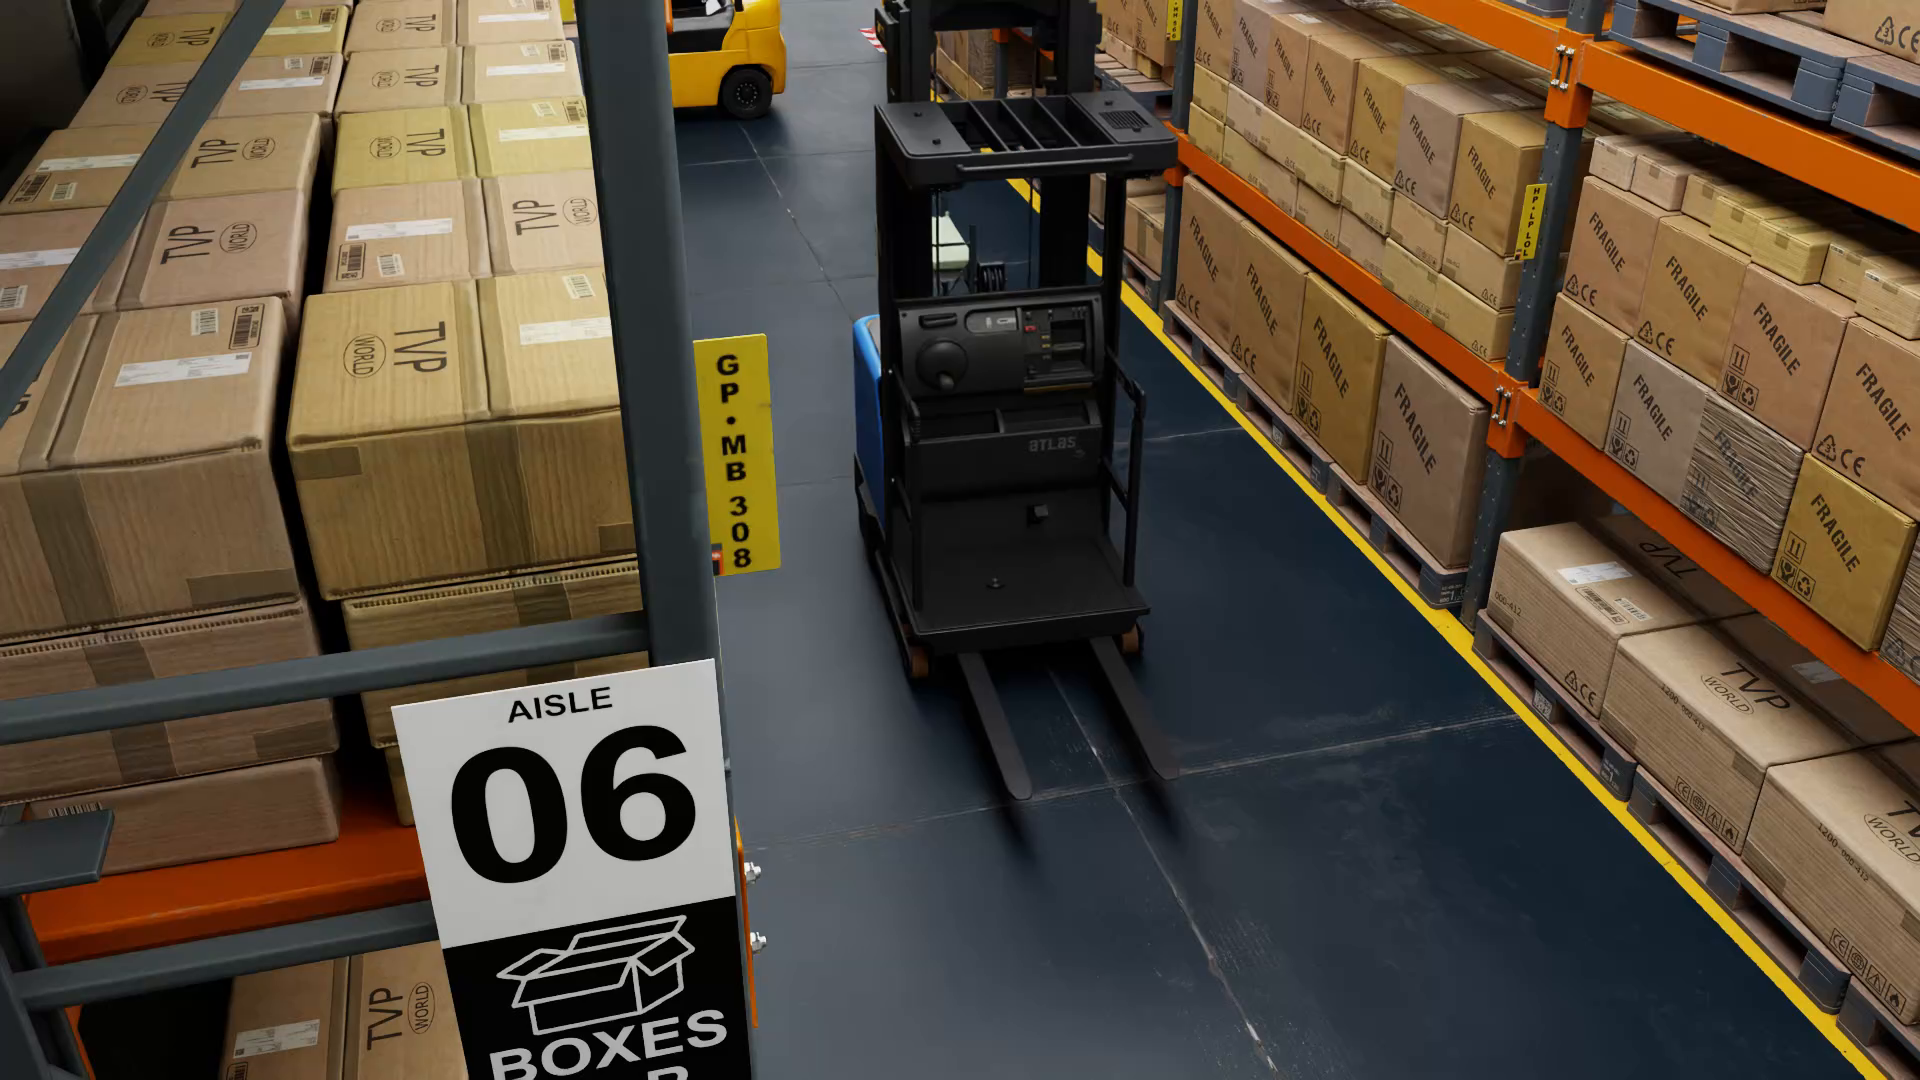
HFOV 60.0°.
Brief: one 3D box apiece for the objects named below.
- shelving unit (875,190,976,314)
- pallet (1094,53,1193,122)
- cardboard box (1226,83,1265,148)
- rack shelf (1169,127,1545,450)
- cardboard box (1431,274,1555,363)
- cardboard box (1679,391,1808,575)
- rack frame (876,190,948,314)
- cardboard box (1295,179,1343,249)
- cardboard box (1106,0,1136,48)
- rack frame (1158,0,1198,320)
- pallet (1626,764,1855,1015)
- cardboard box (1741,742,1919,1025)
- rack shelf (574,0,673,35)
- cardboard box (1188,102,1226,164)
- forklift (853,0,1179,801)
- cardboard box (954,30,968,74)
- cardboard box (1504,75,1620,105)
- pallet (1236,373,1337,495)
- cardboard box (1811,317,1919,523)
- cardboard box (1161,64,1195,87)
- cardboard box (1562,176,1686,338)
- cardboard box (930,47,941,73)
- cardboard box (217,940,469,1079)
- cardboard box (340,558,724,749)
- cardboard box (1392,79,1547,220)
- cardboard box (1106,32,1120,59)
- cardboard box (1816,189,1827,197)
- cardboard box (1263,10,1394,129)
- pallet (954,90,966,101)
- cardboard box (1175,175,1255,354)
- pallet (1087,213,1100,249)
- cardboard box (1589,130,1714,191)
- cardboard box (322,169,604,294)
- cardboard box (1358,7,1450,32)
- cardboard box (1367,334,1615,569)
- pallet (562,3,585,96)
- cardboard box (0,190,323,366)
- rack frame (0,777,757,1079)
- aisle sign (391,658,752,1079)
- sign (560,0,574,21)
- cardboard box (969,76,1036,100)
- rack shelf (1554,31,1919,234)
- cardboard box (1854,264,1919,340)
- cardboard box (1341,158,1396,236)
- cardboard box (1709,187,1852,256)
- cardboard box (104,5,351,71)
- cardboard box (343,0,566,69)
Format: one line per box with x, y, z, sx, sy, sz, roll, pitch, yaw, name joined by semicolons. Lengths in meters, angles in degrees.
-0.191;-1.145;9.230;0.431;1.500;0.755;-6;31;-10;shelving unit
1.566;-3.123;11.343;1.213;0.211;1.003;-8;31;-13;pallet
1.891;-2.500;9.726;0.500;0.250;0.500;-7;31;-12;cardboard box
2.389;-1.599;9.236;1.077;0.370;4.000;-8;31;-13;rack shelf
2.558;-1.062;7.741;0.500;0.250;0.500;-9;31;-14;cardboard box
3.047;-0.241;6.073;0.500;0.500;0.500;-8;31;-13;cardboard box
-0.266;-1.324;9.540;0.400;1.500;0.023;-6;31;-10;rack frame
2.167;-1.804;9.021;0.500;0.250;0.500;-8;31;-13;cardboard box
1.322;-3.661;11.264;0.500;0.500;0.500;-8;31;-14;cardboard box
1.858;-2.876;10.725;1.000;3.000;0.127;-8;31;-13;rack frame
3.373;1.231;6.413;1.003;0.211;1.213;-8;31;-13;pallet
3.459;1.169;5.875;0.875;0.438;0.875;-7;31;-12;cardboard box
-1.334;-1.600;3.253;1.077;0.370;4.000;-8;31;-13;rack shelf
1.745;-2.541;10.296;0.500;0.250;0.500;-8;31;-14;cardboard box
0.236;-0.830;7.258;1.130;2.935;3.031;-6;31;-10;forklift
0.244;-4.620;15.314;0.500;0.500;0.500;-7;31;-12;cardboard box
2.918;-1.913;7.963;0.500;0.500;0.500;-8;31;-14;cardboard box
2.315;-0.690;9.732;1.003;0.211;1.213;-8;31;-13;pallet
3.197;-0.420;5.384;0.500;0.500;0.500;-8;31;-14;cardboard box
1.544;-3.076;10.902;0.380;0.149;0.250;-7;31;-11;cardboard box
2.813;-1.158;6.658;0.500;0.500;0.500;-8;31;-13;cardboard box
-0.033;-4.796;16.367;0.500;0.250;0.500;-6;31;-10;cardboard box
-1.317;1.150;3.622;0.500;0.250;0.500;-8;31;-13;cardboard box
-0.658;0.037;2.550;0.500;0.250;0.500;-8;31;-14;cardboard box
2.415;-1.851;7.856;0.500;0.500;0.500;-7;31;-12;cardboard box
1.234;-3.434;11.521;0.380;0.149;0.250;-9;31;-16;cardboard box
3.330;-1.331;6.310;0.380;0.149;0.250;-8;31;-13;cardboard box
2.017;-2.591;9.134;0.500;0.500;0.500;-7;31;-12;cardboard box
0.584;-3.921;15.313;1.003;0.211;1.213;-8;31;-13;pallet
1.961;-1.794;10.556;0.875;0.875;0.875;-8;31;-14;cardboard box
1.332;-2.635;13.092;1.003;0.211;1.213;-8;31;-13;pallet
2.753;-1.514;6.626;0.380;0.149;0.250;-8;31;-14;cardboard box
-0.796;-0.425;2.849;0.500;0.250;0.500;-8;31;-14;cardboard box
2.517;-2.650;9.236;0.500;0.500;0.500;-8;31;-13;cardboard box
2.678;-0.495;8.313;0.875;0.875;0.875;-7;31;-12;cardboard box
-1.970;-1.824;6.099;1.213;0.211;1.003;-8;31;-13;pallet
-1.328;-0.358;2.733;0.500;0.250;0.500;-9;31;-15;cardboard box
-0.803;1.650;2.906;1.000;3.000;0.127;-8;31;-13;rack frame
-0.502;0.518;2.265;0.394;0.787;0.004;-8;31;-13;aisle sign
-1.344;-1.880;5.494;0.100;0.325;0.005;-8;31;-13;sign
0.380;-4.049;15.077;0.500;0.250;0.500;-6;31;-11;cardboard box
3.451;-0.965;5.147;1.077;0.370;4.000;-8;31;-13;rack shelf
3.139;-0.776;5.351;0.380;0.149;0.250;-8;31;-13;cardboard box
2.285;-1.766;8.457;0.500;0.250;0.500;-7;31;-12;cardboard box
2.952;-1.146;5.991;0.380;0.149;0.250;-8;31;-14;cardboard box
-1.720;-1.090;3.999;0.500;0.250;0.500;-8;31;-14;cardboard box
-1.229;-1.159;4.118;0.500;0.250;0.500;-7;31;-12;cardboard box
